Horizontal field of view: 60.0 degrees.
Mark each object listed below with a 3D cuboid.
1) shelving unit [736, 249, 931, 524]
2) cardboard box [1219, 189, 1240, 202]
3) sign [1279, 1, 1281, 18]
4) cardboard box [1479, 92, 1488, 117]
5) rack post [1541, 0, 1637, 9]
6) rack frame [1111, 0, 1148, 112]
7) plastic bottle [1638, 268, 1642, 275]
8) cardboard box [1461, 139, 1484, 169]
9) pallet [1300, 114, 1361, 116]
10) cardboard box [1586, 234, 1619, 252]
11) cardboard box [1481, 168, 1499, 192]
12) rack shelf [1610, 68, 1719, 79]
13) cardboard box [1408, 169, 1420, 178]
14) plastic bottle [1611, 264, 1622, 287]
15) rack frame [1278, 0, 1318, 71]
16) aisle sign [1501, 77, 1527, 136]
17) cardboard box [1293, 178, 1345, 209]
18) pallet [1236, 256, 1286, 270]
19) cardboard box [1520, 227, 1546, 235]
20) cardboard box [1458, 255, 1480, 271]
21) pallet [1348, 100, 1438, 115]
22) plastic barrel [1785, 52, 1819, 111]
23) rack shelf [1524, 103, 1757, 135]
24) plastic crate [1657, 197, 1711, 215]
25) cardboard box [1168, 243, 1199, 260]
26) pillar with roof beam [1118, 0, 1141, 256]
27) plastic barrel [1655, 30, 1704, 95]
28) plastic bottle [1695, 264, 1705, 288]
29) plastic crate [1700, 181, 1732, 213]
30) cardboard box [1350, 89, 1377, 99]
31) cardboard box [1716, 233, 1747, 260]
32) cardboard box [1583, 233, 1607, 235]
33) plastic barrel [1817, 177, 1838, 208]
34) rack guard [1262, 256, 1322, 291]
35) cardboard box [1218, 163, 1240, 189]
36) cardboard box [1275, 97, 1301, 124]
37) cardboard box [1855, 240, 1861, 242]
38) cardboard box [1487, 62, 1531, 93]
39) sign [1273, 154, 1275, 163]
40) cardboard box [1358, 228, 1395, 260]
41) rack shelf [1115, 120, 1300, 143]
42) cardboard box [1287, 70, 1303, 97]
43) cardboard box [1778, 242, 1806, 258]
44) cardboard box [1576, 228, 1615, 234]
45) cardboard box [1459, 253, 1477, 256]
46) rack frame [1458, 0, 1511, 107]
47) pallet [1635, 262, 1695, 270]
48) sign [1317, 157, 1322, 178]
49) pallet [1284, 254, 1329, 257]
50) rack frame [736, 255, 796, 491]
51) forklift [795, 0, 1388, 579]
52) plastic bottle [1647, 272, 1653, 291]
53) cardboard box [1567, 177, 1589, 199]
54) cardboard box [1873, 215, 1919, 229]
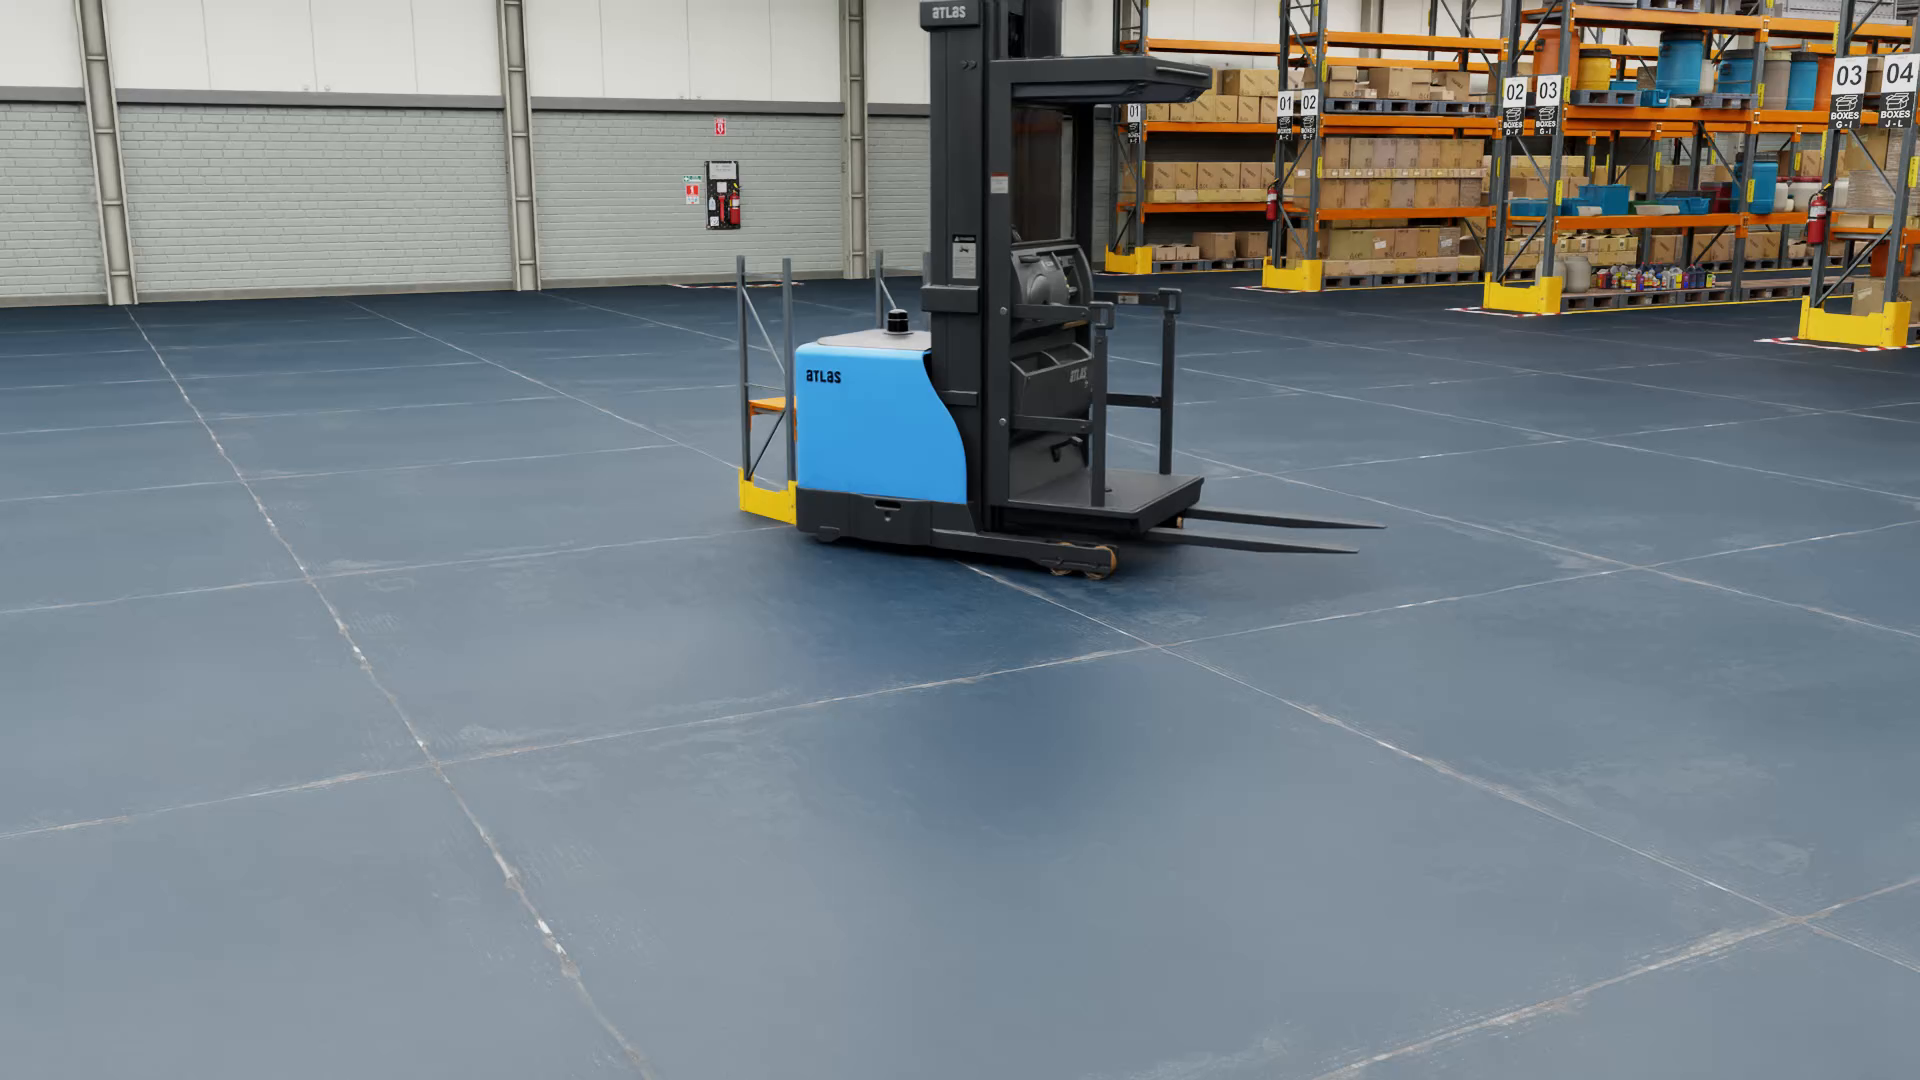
[{"bbox_3d":[-0.723,-0.945,9.891,1.083,1.500,0.587,-11,17,-40],"label":"shelving unit"},{"bbox_3d":[5.100,-6.711,32.394,0.500,0.250,0.500,-7,14,-27],"label":"cardboard box"},{"bbox_3d":[6.415,-10.609,33.265,0.005,0.325,0.100,-7,14,-28],"label":"sign"},{"bbox_3d":[11.035,-9.318,35.621,0.500,0.500,0.700,-8,15,-31],"label":"cardboard box"},{"bbox_3d":[8.647,-7.450,22.858,0.954,0.300,0.937,-5,14,-22],"label":"rack post"},{"bbox_3d":[3.175,-9.549,31.042,0.127,3.000,1.000,-7,14,-28],"label":"rack frame"},{"bbox_3d":[10.249,-3.969,25.127,0.097,0.271,0.097,0,13,0],"label":"plastic bottle"},{"bbox_3d":[8.677,-6.722,28.964,0.500,0.500,0.700,-7,14,-28],"label":"cardboard box"},{"bbox_3d":[7.279,-8.459,33.459,1.003,0.211,1.213,-7,14,-28],"label":"pallet"},{"bbox_3d":[11.779,-5.488,30.690,0.500,0.311,0.500,-7,14,-29],"label":"cardboard box"},{"bbox_3d":[11.210,-7.722,35.640,0.500,0.500,0.500,-6,14,-26],"label":"cardboard box"},{"bbox_3d":[15.464,-10.475,37.710,4.000,0.370,1.077,-7,14,-28],"label":"rack shelf"},{"bbox_3d":[7.580,-6.222,28.219,0.250,0.149,0.380,-6,14,-26],"label":"cardboard box"},{"bbox_3d":[9.824,-3.967,24.934,0.185,0.351,0.144,-6,14,-26],"label":"plastic bottle"},{"bbox_3d":[6.686,-9.969,32.912,0.127,3.000,1.000,-7,14,-28],"label":"rack frame"},{"bbox_3d":[7.717,-6.031,23.153,0.004,0.787,0.394,-7,14,-28],"label":"aisle sign"},{"bbox_3d":[5.968,-5.763,27.657,0.500,0.500,0.700,-7,14,-28],"label":"cardboard box"},{"bbox_3d":[6.114,-5.605,33.533,1.213,0.211,1.003,-7,14,-28],"label":"pallet"},{"bbox_3d":[12.421,-6.853,36.667,0.750,0.750,0.750,-6,14,-26],"label":"cardboard box"},{"bbox_3d":[8.761,-4.861,29.183,0.500,0.250,0.500,-7,14,-28],"label":"cardboard box"},{"bbox_3d":[7.257,-7.286,28.024,1.213,0.211,1.003,-7,14,-28],"label":"pallet"},{"bbox_3d":[12.924,-7.074,25.738,0.708,0.901,0.600,-7,14,-28],"label":"plastic barrel"},{"bbox_3d":[9.678,-6.035,23.902,4.000,0.370,1.077,-7,14,-28],"label":"rack shelf"},{"bbox_3d":[10.592,-4.892,24.354,0.616,0.251,0.499,-7,14,-28],"label":"plastic crate"},{"bbox_3d":[4.326,-5.640,32.461,0.500,0.311,0.500,-6,14,-23],"label":"cardboard box"},{"bbox_3d":[5.438,-8.959,28.424,0.400,9.000,9.100,-7,14,-28],"label":"pillar with roof beam"},{"bbox_3d":[10.508,-6.962,24.283,0.708,0.901,0.600,-7,14,-28],"label":"plastic barrel"},{"bbox_3d":[11.006,-3.932,24.782,0.185,0.351,0.144,-7,15,-29],"label":"plastic bottle"},{"bbox_3d":[11.712,-5.275,25.569,0.583,0.464,0.402,-7,14,-28],"label":"plastic crate"},{"bbox_3d":[6.669,-7.371,27.497,0.250,0.149,0.380,-7,14,-28],"label":"cardboard box"},{"bbox_3d":[14.911,-5.715,32.362,0.500,0.500,0.500,-7,14,-27],"label":"cardboard box"},{"bbox_3d":[11.974,-5.648,31.401,0.500,0.311,0.500,-6,14,-26],"label":"cardboard box"},{"bbox_3d":[13.402,-5.381,25.877,0.433,0.535,0.433,0,13,0],"label":"plastic barrel"},{"bbox_3d":[5.531,-4.446,27.724,0.348,0.500,1.175,-7,14,-28],"label":"rack guard"},{"bbox_3d":[5.081,-7.076,32.309,0.500,0.500,0.500,-6,14,-26],"label":"cardboard box"},{"bbox_3d":[6.359,-8.464,32.779,0.500,0.500,0.500,-6,14,-26],"label":"cardboard box"},{"bbox_3d":[18.544,-6.169,34.949,0.500,0.250,0.500,-7,14,-28],"label":"cardboard box"},{"bbox_3d":[9.623,-8.107,29.144,0.500,0.500,0.500,-7,14,-27],"label":"cardboard box"},{"bbox_3d":[6.417,-7.714,33.917,0.005,0.325,0.100,-7,14,-28],"label":"sign"},{"bbox_3d":[7.000,-5.018,28.175,0.500,0.500,0.500,-7,14,-28],"label":"cardboard box"},{"bbox_3d":[4.931,-7.945,32.386,4.000,0.370,1.077,-7,14,-28],"label":"rack shelf"},{"bbox_3d":[6.377,-8.947,32.652,0.500,0.500,0.500,-8,15,-33],"label":"cardboard box"},{"bbox_3d":[16.557,-5.835,33.328,0.500,0.311,0.500,-7,14,-28],"label":"cardboard box"},{"bbox_3d":[14.414,-6.929,37.801,0.500,0.500,0.700,-7,14,-27],"label":"cardboard box"},{"bbox_3d":[9.288,-5.051,30.028,0.500,0.250,0.500,-7,14,-28],"label":"cardboard box"},{"bbox_3d":[9.063,-9.015,28.672,0.127,3.000,1.000,-7,14,-28],"label":"rack frame"},{"bbox_3d":[13.248,-5.220,31.823,1.213,0.211,1.003,-7,14,-28],"label":"pallet"},{"bbox_3d":[5.813,-6.021,26.879,0.005,0.325,0.100,-7,14,-28],"label":"sign"},{"bbox_3d":[7.369,-5.764,34.242,1.213,0.211,1.003,-7,14,-28],"label":"pallet"},{"bbox_3d":[-1.113,-0.870,9.559,0.032,1.500,0.500,-11,17,-40],"label":"rack frame"},{"bbox_3d":[0.661,-1.368,8.510,3.031,2.935,1.130,6,14,26],"label":"forklift"},{"bbox_3d":[10.052,-3.773,24.256,0.097,0.271,0.097,0,13,0],"label":"plastic bottle"},{"bbox_3d":[11.109,-6.378,30.391,0.500,0.500,0.500,-8,15,-31],"label":"cardboard box"},{"bbox_3d":[10.660,-3.620,18.933,0.250,0.149,0.380,-7,14,-28],"label":"cardboard box"}]
